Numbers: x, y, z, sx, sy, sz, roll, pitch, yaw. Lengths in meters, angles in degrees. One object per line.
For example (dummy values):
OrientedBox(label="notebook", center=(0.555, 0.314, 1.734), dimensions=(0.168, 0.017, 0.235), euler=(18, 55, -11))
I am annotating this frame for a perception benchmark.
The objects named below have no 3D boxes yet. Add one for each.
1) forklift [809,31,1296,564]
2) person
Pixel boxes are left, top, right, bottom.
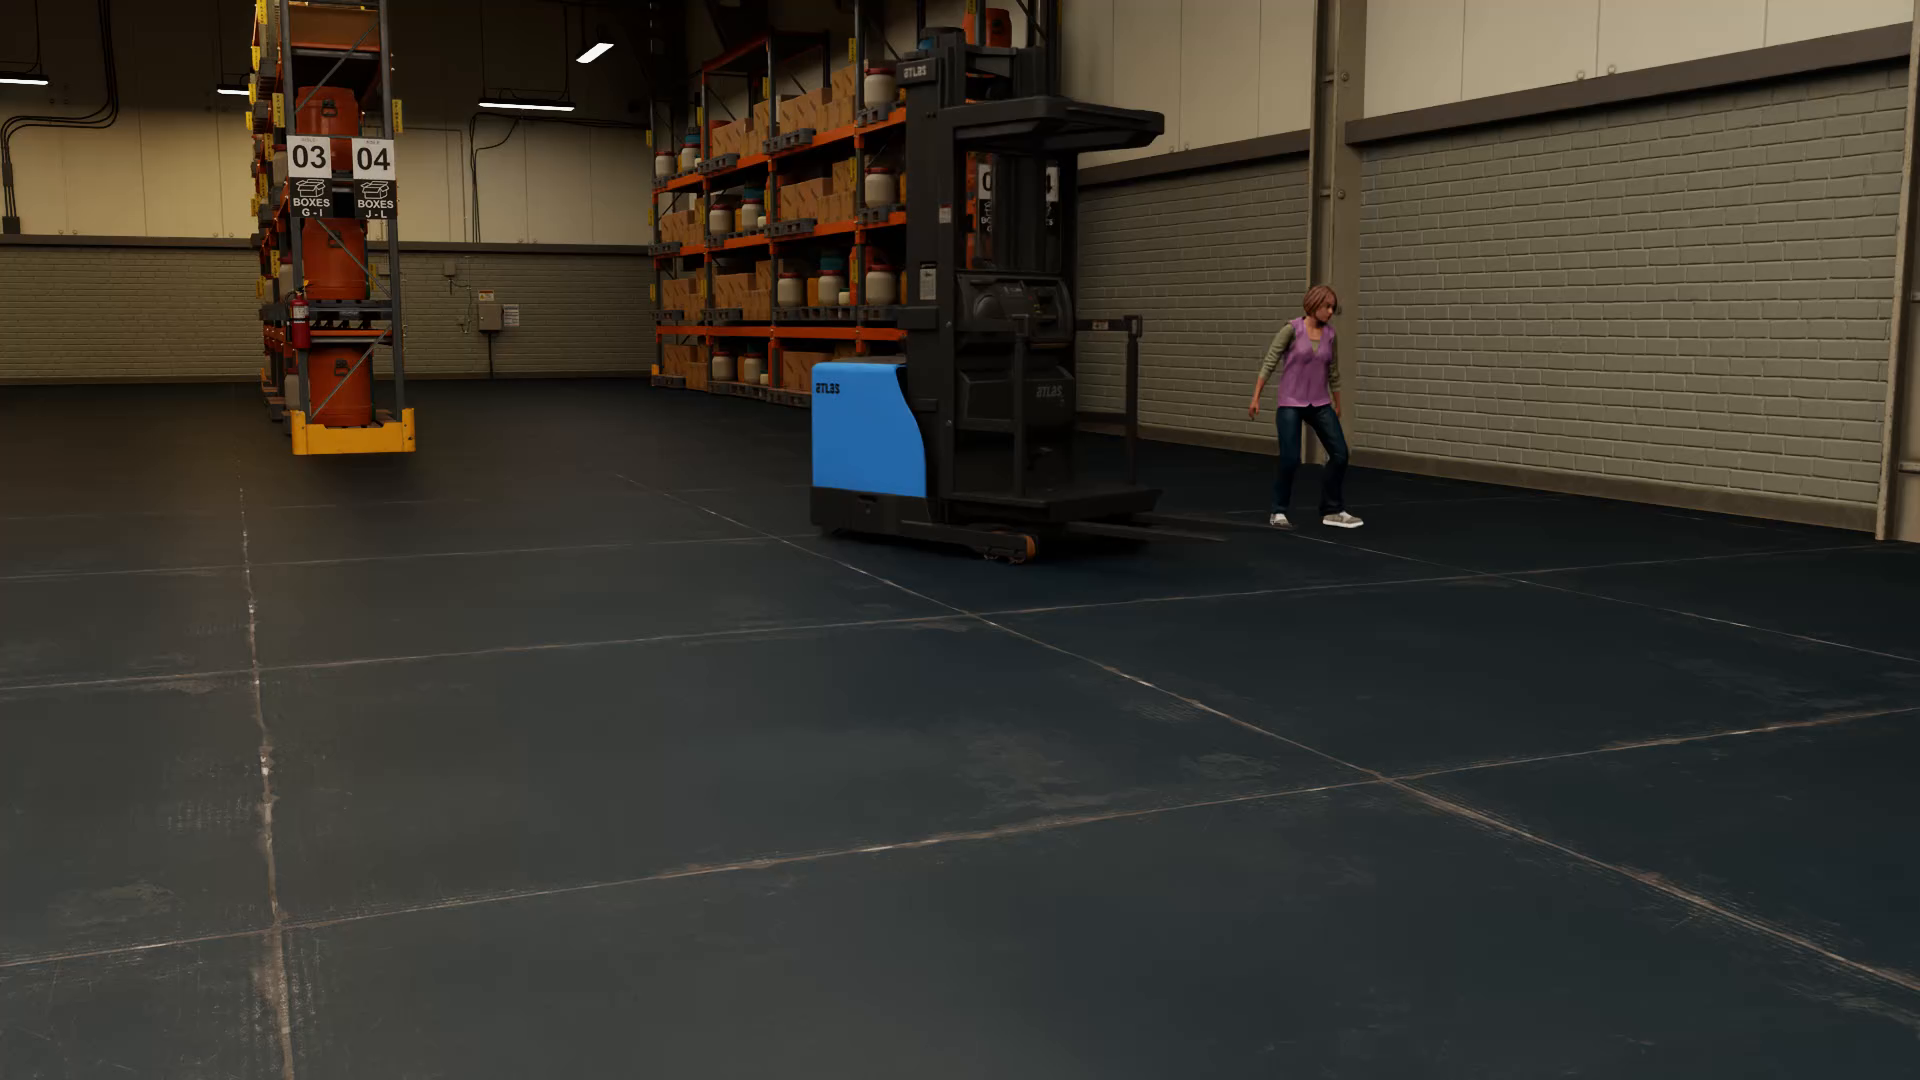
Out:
OrientedBox(label="forklift", center=(0.476, -1.396, 9.531), dimensions=(3.031, 2.935, 1.130), euler=(7, 10, 43))
OrientedBox(label="person", center=(2.226, -0.786, 10.704), dimensions=(0.733, 1.451, 0.402), euler=(-1, 8, -9))
